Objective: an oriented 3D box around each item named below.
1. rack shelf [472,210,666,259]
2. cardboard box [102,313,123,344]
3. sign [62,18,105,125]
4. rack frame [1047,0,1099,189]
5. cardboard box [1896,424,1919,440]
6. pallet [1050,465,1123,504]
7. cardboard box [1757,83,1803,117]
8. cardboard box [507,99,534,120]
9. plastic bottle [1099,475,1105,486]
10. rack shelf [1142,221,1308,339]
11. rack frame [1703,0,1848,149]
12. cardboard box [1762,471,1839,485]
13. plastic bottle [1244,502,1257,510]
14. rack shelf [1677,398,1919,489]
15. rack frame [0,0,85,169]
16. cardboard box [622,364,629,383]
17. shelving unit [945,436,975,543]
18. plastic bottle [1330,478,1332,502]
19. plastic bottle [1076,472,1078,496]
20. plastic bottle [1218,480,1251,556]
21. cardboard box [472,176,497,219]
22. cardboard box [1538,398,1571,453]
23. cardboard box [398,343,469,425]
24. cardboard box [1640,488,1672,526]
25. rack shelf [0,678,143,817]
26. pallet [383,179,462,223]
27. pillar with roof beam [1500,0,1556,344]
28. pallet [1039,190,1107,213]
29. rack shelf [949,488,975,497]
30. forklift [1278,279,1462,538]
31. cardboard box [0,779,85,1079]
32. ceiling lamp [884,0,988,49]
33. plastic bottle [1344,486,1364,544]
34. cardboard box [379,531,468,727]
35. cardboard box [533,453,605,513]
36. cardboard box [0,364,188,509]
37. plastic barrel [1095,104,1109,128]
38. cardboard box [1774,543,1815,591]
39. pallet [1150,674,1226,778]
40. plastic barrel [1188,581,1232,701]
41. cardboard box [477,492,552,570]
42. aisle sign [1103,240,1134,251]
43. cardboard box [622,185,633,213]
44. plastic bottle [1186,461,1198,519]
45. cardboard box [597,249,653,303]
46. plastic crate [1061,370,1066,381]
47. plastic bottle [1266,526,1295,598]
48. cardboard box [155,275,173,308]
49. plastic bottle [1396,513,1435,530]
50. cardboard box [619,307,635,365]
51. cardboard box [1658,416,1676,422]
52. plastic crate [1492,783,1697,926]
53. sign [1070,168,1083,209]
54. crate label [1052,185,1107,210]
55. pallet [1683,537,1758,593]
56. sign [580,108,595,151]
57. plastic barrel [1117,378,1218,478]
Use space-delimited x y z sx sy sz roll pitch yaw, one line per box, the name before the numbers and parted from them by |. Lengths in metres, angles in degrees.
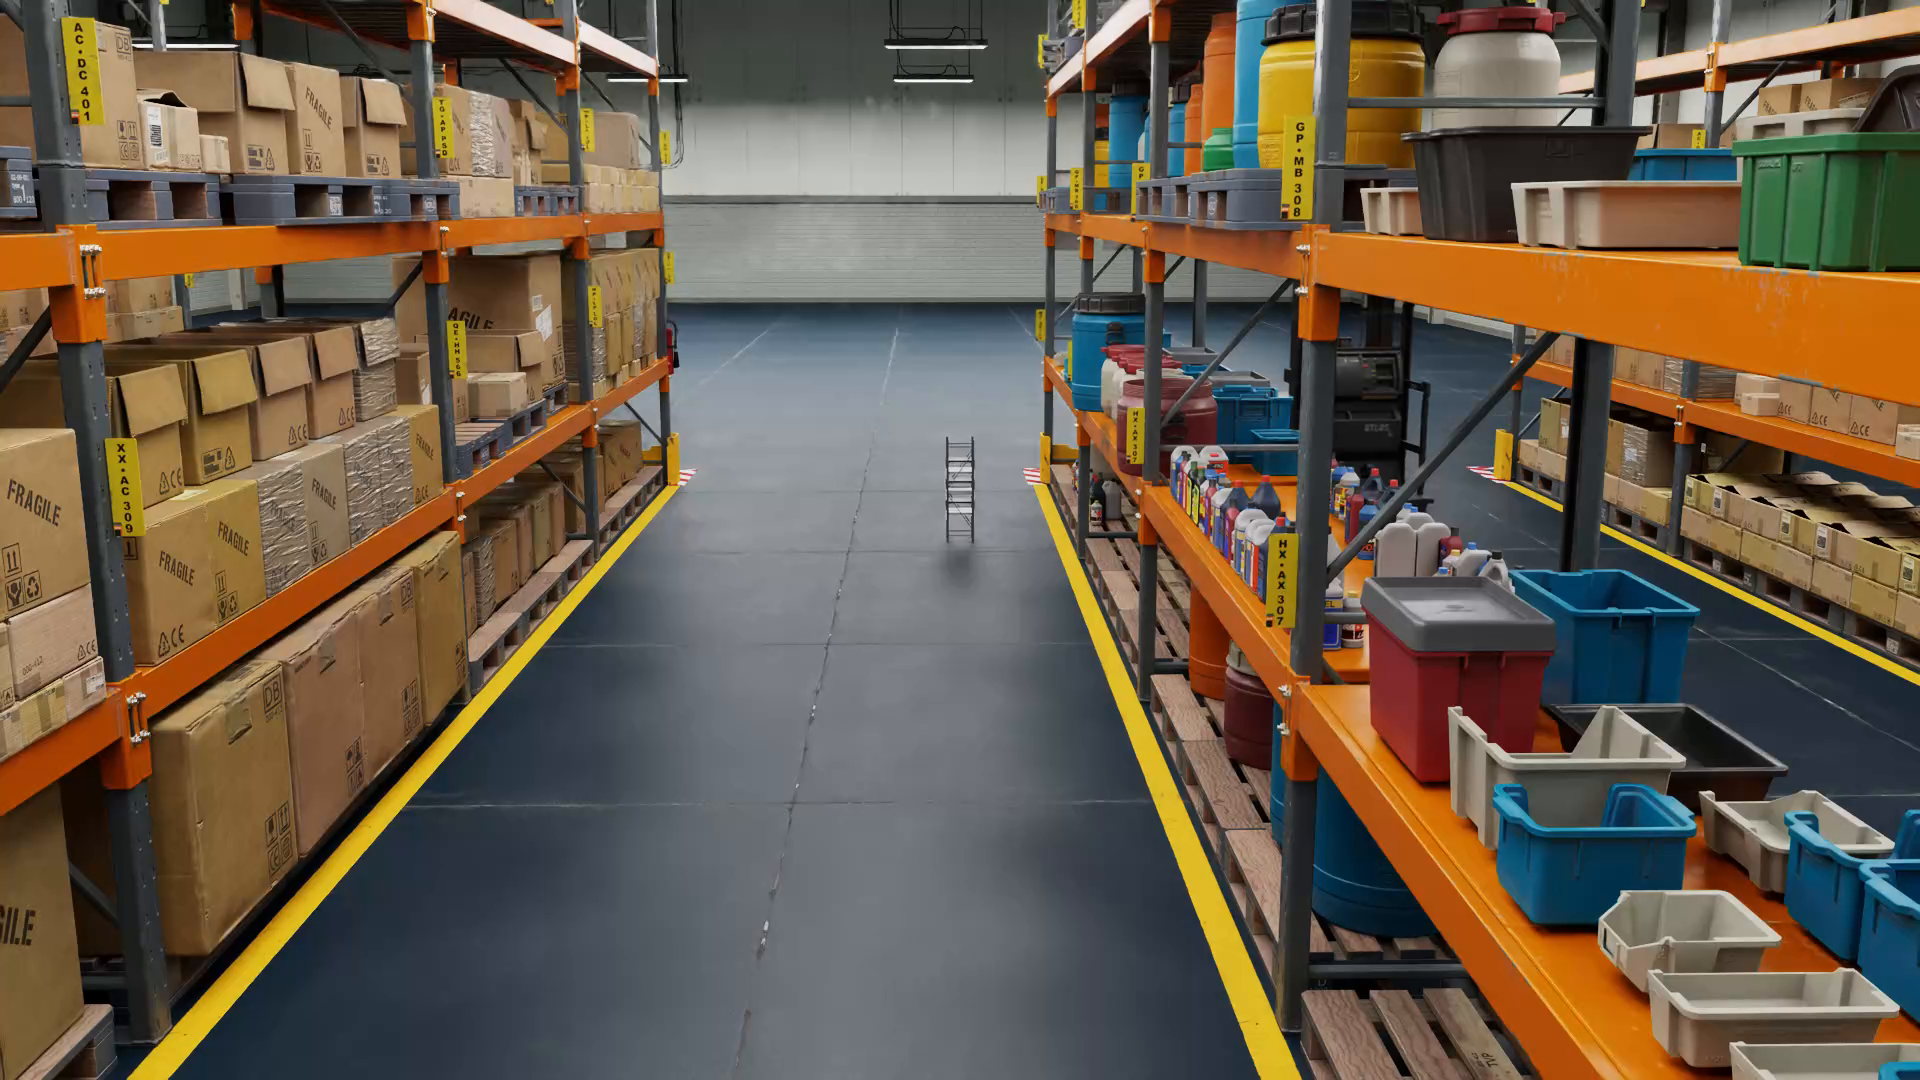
rack shelf | -3.517 -2.813 15.143 1.077 0.370 4.000 0 11 -1
cardboard box | -8.548 -1.871 15.861 0.875 0.550 0.550 0 11 -1
sign | -2.756 -1.472 5.227 0.100 0.325 0.005 0 11 -1
rack frame | 1.393 -5.053 16.834 1.000 3.000 0.127 0 11 -1
cardboard box | 6.428 -0.672 10.961 0.380 0.149 0.250 1 11 3
pallet | 1.453 -0.570 16.838 1.003 0.211 1.213 0 11 -1
cardboard box | 6.402 -3.185 12.603 0.500 0.500 0.500 0 11 0
cardboard box | -3.740 -3.296 13.459 0.500 0.500 0.500 -1 11 -3
plastic bottle | 1.266 -0.437 14.894 0.061 0.283 0.133 0 11 -1
rack shelf | 1.600 -1.243 7.405 1.077 0.370 4.000 0 11 -1
rack frame | 6.428 -4.278 13.011 1.000 3.000 0.127 0 11 -1
cardboard box | 6.723 -0.391 13.392 0.500 0.311 0.500 0 11 -1
plastic bottle | 1.313 -0.037 7.521 0.097 0.271 0.097 0 11 0
rack shelf | 6.470 -0.587 11.719 1.077 0.370 4.000 0 11 -1
rack frame | -3.311 -2.647 4.975 1.000 3.000 0.127 0 11 -1
cardboard box | -3.224 -1.516 15.122 0.380 0.149 0.250 0 11 -1
shelving unit | 0.000 -0.439 14.462 0.258 0.900 0.210 0 11 -1
plastic bottle | 1.984 -0.258 8.789 0.097 0.201 0.097 0 11 0
plastic bottle | 1.128 -0.542 15.441 0.097 0.271 0.097 0 11 0
plastic bottle | 1.272 -0.104 7.650 0.144 0.351 0.185 0 11 -1
cardboard box | -3.159 -2.095 10.176 0.500 0.250 0.500 0 11 0
cardboard box | 6.147 -1.151 16.664 0.500 0.500 0.500 0 11 -1
cardboard box | -3.556 -0.975 10.513 0.700 0.500 0.500 1 12 7
cardboard box | 6.200 -0.287 14.289 0.500 0.250 0.500 0 11 -1
rack shelf | -3.269 1.043 3.684 1.077 0.370 4.000 0 11 -1
pallet | -3.327 -1.752 8.582 1.213 0.211 1.003 0 11 1
pillar with roof beam | 7.501 -8.519 33.915 9.100 9.000 0.548 0 11 -1
pallet | 1.313 -3.326 16.338 1.003 0.211 1.213 0 11 -1
rack shelf | 0.000 -0.407 14.468 0.258 0.077 0.200 0 11 -1
forklift | 3.545 -1.524 14.698 1.130 2.935 3.031 -2 12 -8
cardboard box | -3.377 1.260 5.093 0.875 0.875 0.875 0 11 -1
ceiling lamp | -0.472 -11.153 32.219 2.000 3.185 0.800 0 11 -1
plastic bottle | 1.877 -0.122 7.911 0.061 0.283 0.133 0 11 -1
cardboard box | -3.400 0.470 8.984 1.225 0.875 0.875 -1 11 -4
cardboard box | -3.464 -0.472 14.571 0.500 0.500 0.500 4 12 17
cardboard box | -3.332 -0.375 6.088 0.797 0.503 0.637 -1 11 -3
plastic barrel | 1.530 -3.903 16.574 0.600 0.830 0.708 0 11 -1
cardboard box | 6.221 0.191 11.932 0.500 0.250 0.500 0 11 0
pallet | 1.617 1.000 9.097 1.003 0.211 1.213 0 11 -1
plastic barrel | 1.586 0.432 9.286 0.600 0.830 0.708 0 11 -1
cardboard box | -3.494 -0.071 12.545 0.700 0.500 0.500 0 11 -2
aisle sign | 1.689 -3.403 17.248 0.394 0.787 0.004 0 11 -1
cardboard box | -3.264 -3.093 15.095 0.500 0.250 0.500 0 11 -2
plastic bottle | 1.211 -0.259 8.587 0.061 0.283 0.133 0 11 -1
cardboard box | -3.284 -2.570 16.167 0.500 0.500 0.500 0 11 -1
plastic crate | 1.189 -1.510 15.123 0.530 0.136 0.437 0 11 -1
plastic bottle | 1.295 0.115 6.571 0.144 0.351 0.185 0 11 -1
cardboard box | -8.551 -2.621 16.842 0.875 0.550 0.550 0 11 -1
plastic bottle | 1.989 0.009 7.280 0.152 0.276 0.135 0 11 -1
cardboard box | -3.479 -1.880 15.282 0.875 0.500 0.500 0 11 -1
cardboard box | 6.711 -0.855 15.205 0.500 0.500 0.500 0 11 -1
plastic crate | 1.425 0.713 3.771 0.416 0.233 0.300 0 11 -1
sign | 0.926 -2.792 13.211 0.100 0.325 0.005 0 11 -1
crate label | 1.102 -3.137 15.306 0.502 0.251 0.408 0 11 -1
pallet | 6.482 0.175 13.163 1.003 0.211 1.213 0 11 -1
sign | -2.921 -3.217 13.036 0.100 0.325 0.005 0 11 -1
plastic barrel | 1.246 -0.680 10.026 0.600 0.536 0.708 0 11 -1
